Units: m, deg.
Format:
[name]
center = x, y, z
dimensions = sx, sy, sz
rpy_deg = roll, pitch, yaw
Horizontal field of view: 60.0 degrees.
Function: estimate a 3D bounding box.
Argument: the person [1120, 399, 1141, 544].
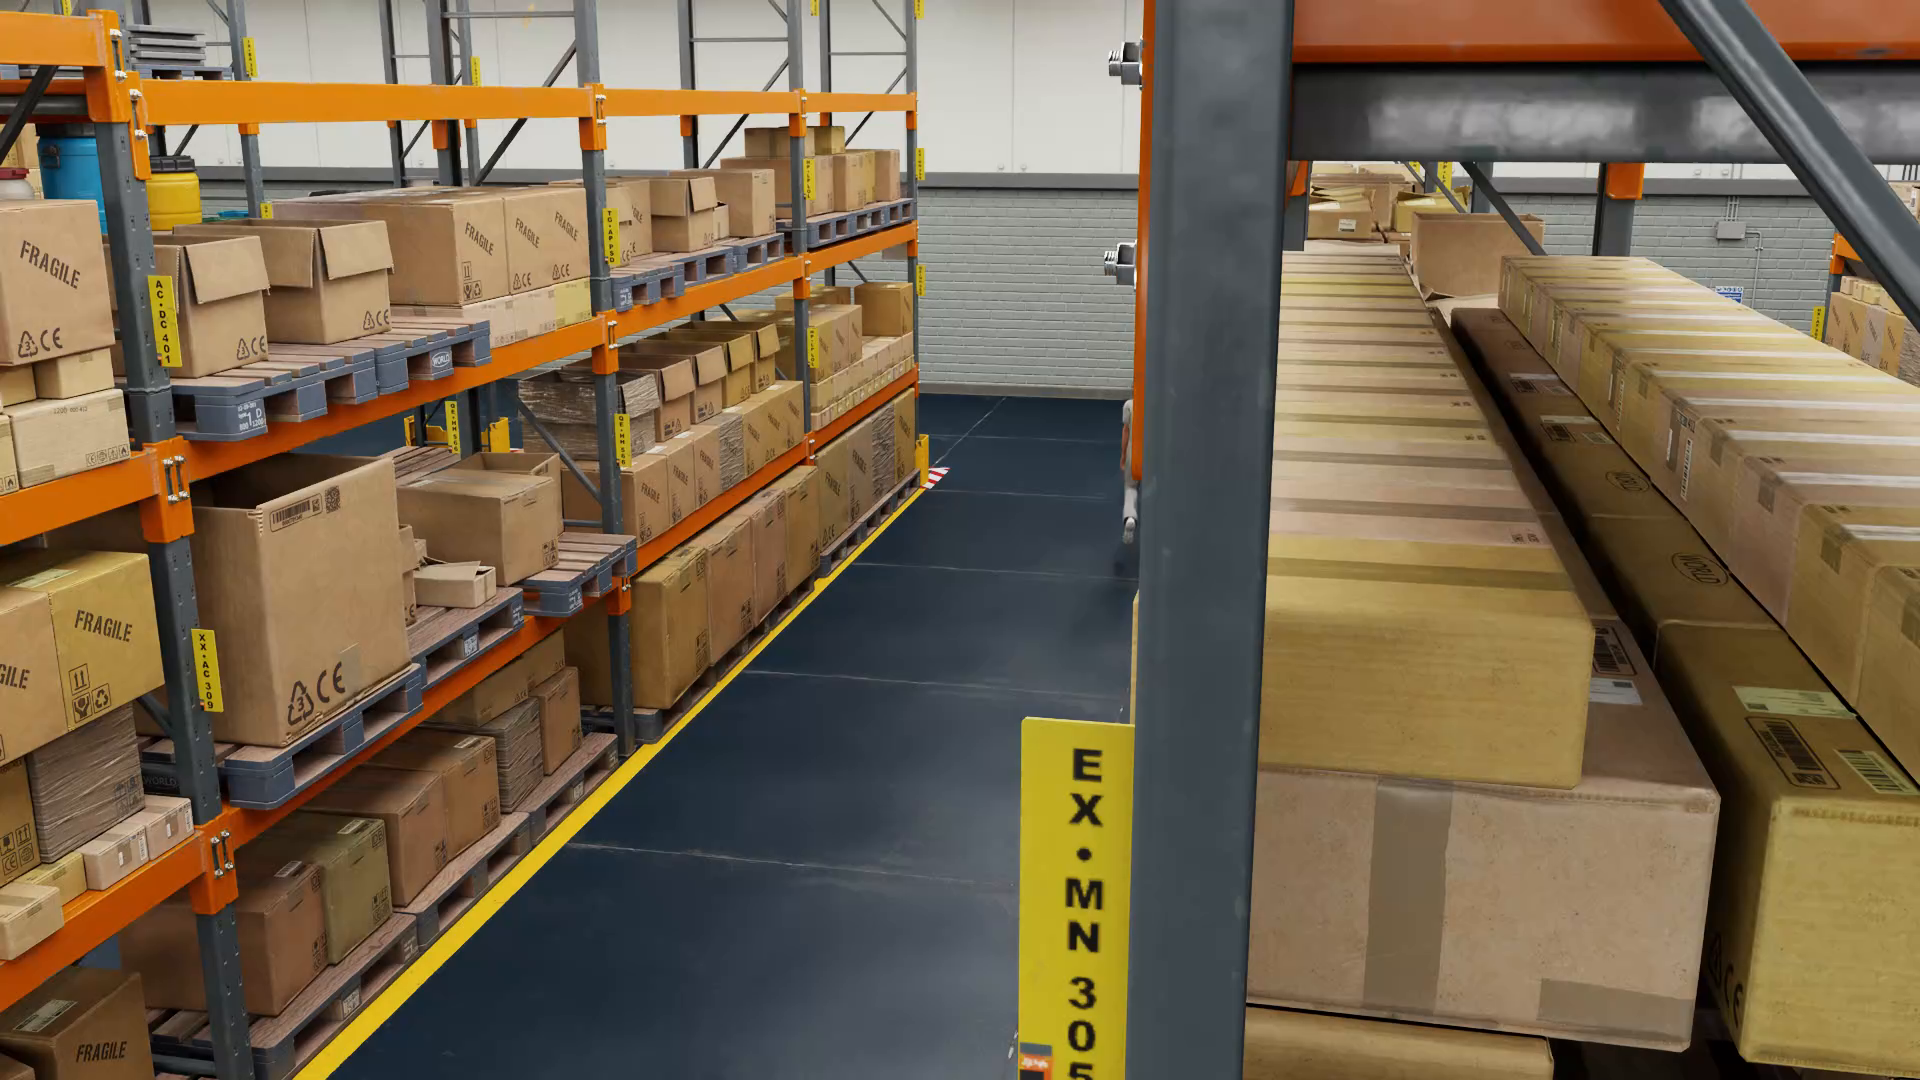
[person]
center = 1.685, -0.618, 15.271
dimensions = 0.462, 1.404, 0.551
rpy_deg = 4, 15, 16
